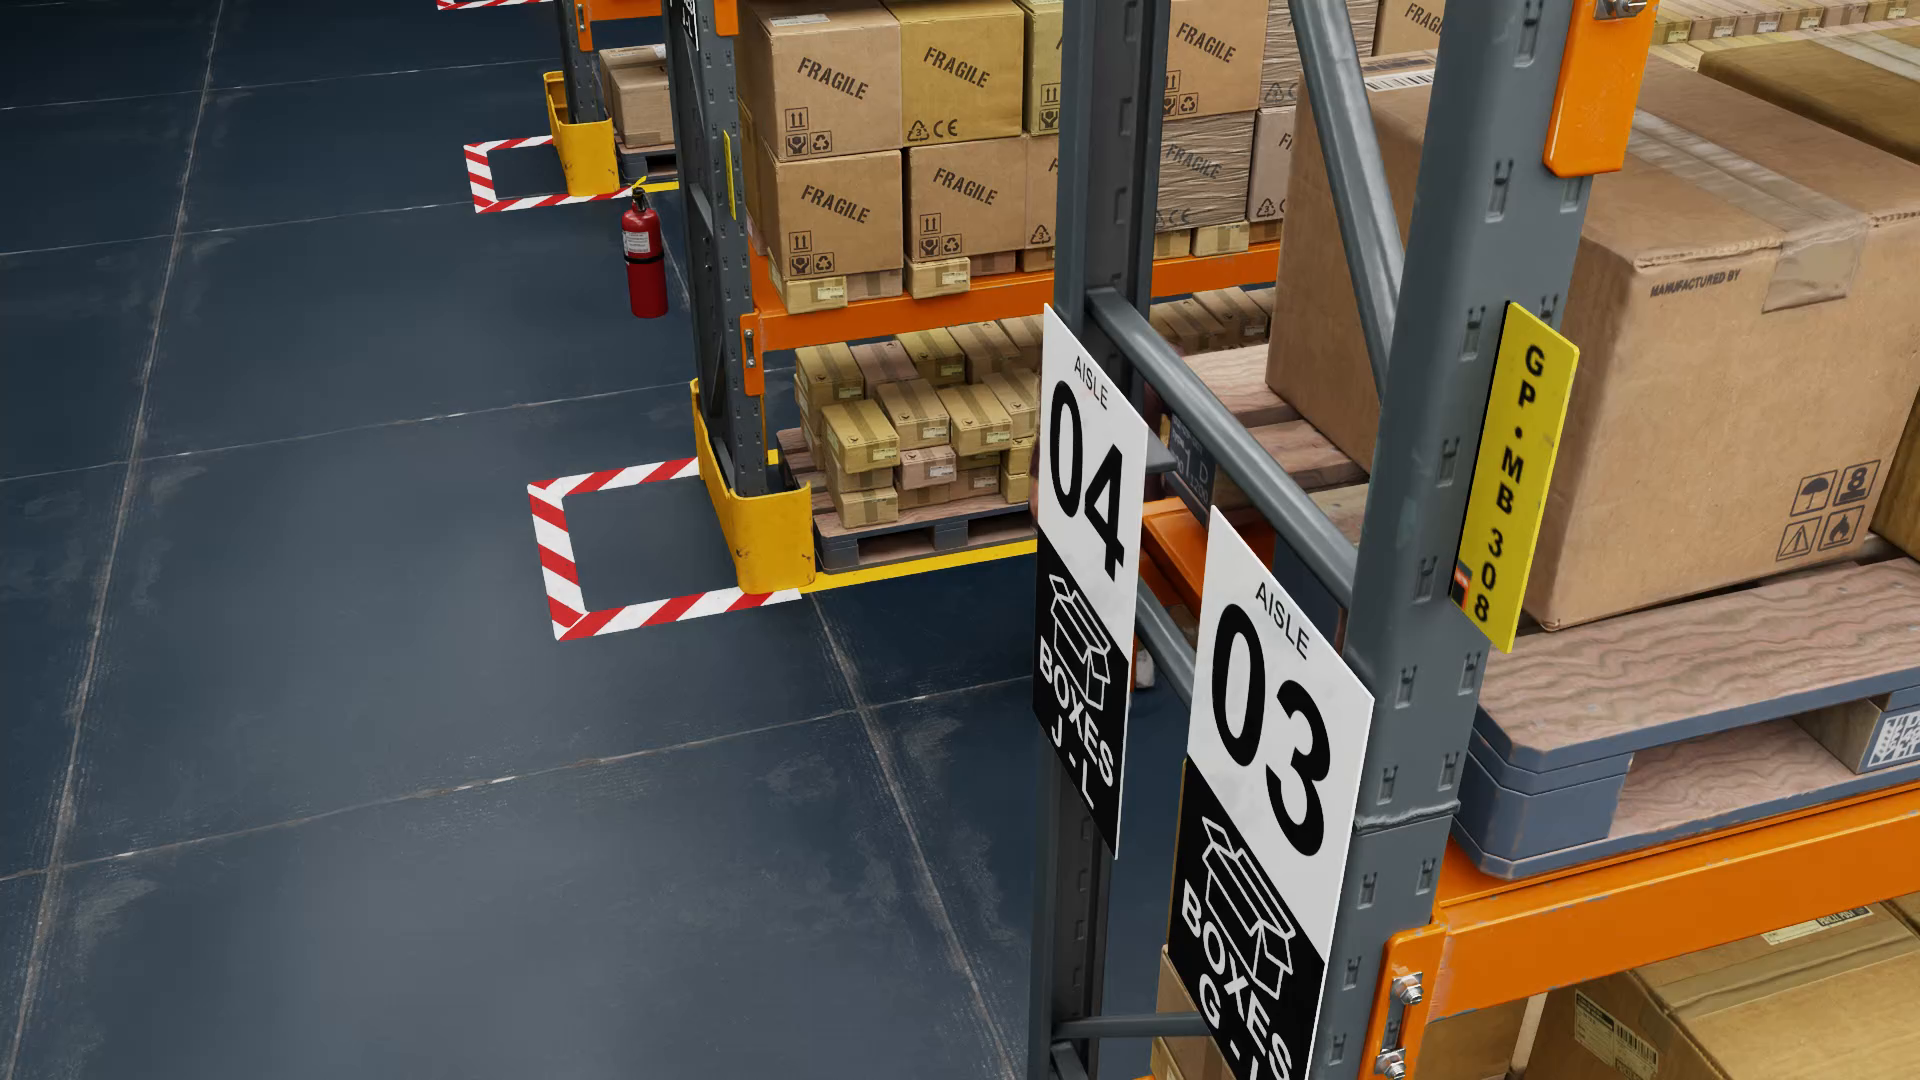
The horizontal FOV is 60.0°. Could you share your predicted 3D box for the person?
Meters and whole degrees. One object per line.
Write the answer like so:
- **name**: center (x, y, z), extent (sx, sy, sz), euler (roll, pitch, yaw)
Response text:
- **person**: center (0.575, -0.179, 6.381), extent (0.645, 1.780, 0.571), euler (7, 34, 10)
